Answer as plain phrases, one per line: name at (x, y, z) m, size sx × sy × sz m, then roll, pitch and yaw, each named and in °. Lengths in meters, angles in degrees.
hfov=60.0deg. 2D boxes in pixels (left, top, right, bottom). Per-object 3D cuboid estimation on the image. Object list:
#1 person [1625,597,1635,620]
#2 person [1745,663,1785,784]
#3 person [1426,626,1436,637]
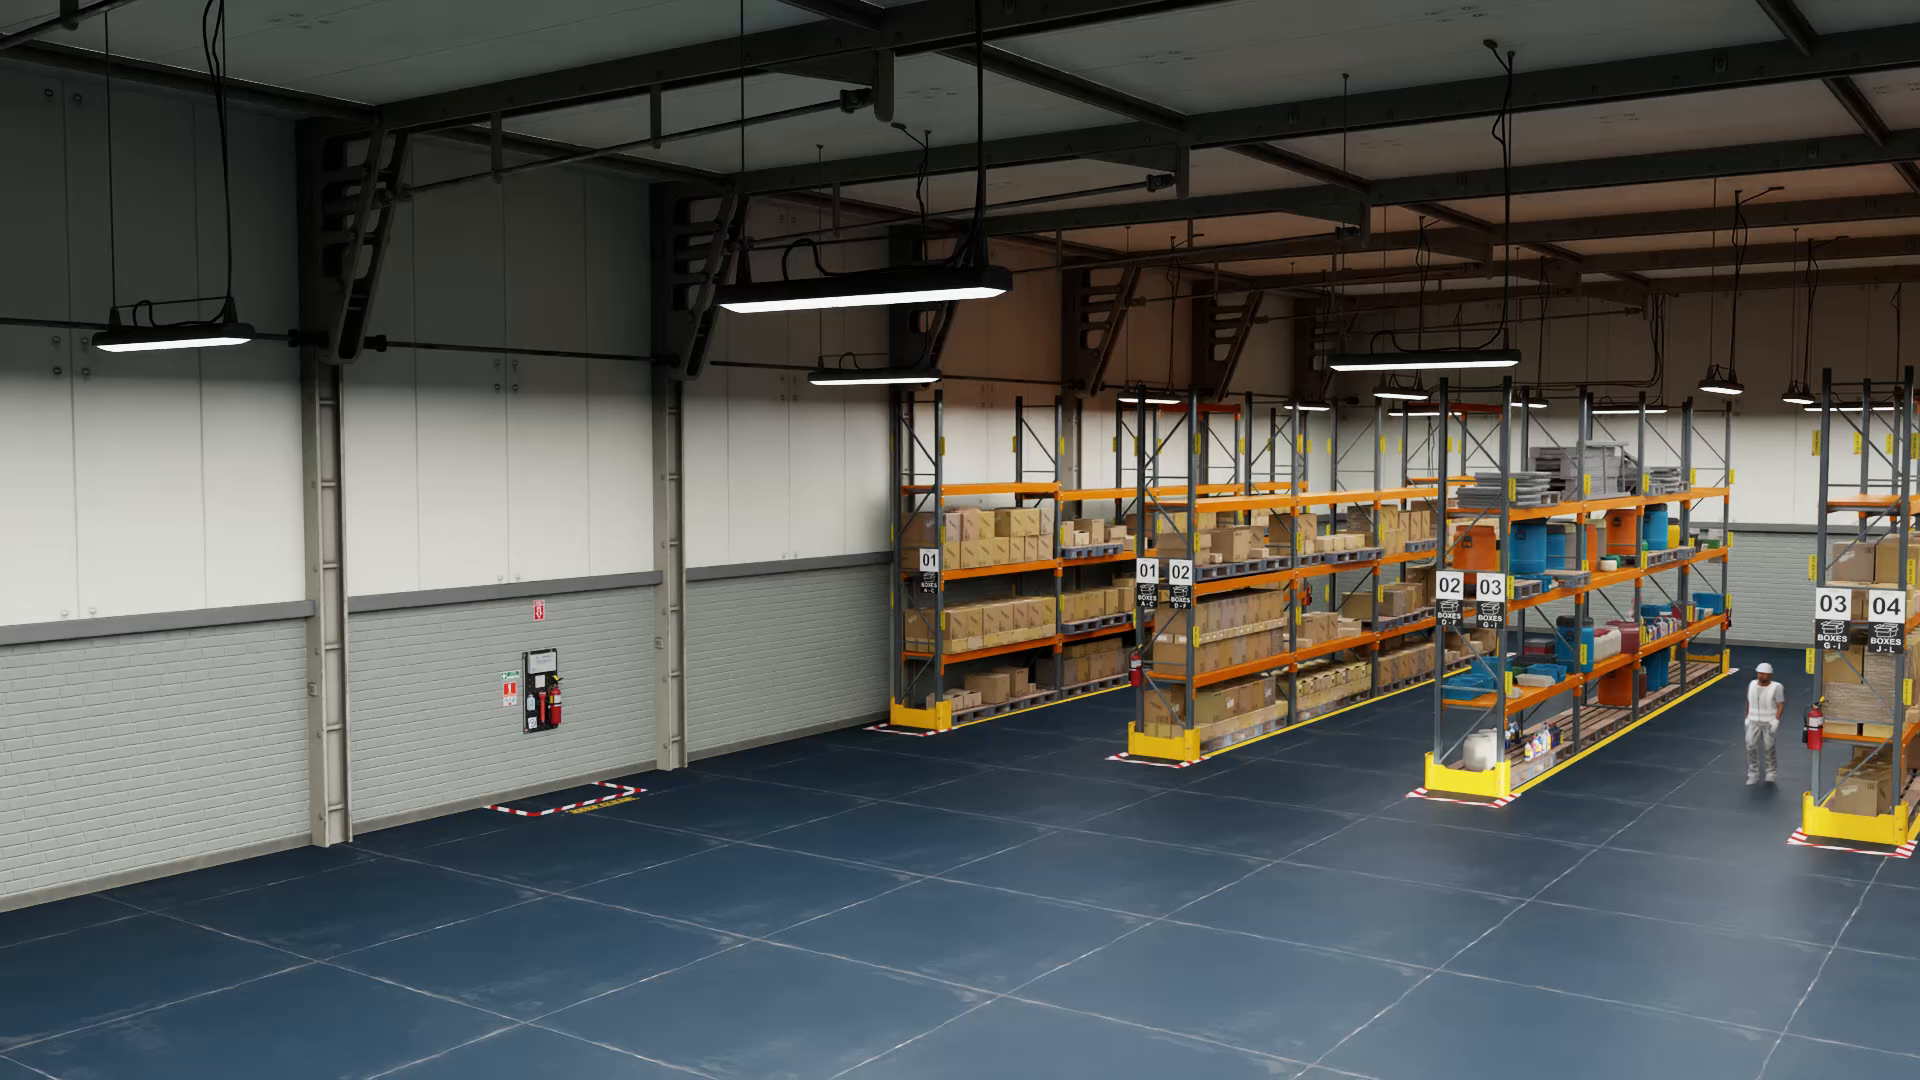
person at (14.596, 2.096, 35.943) m, size 1.136 × 1.728 × 0.567 m, roll -1°, pitch 4°, yaw -25°
person at (11.933, 2.740, 24.711) m, size 0.524 × 1.838 × 0.591 m, roll -3°, pitch 5°, yaw -44°
person at (11.844, 1.953, 41.274) m, size 0.787 × 1.430 × 0.434 m, roll 0°, pitch 3°, yaw 7°
